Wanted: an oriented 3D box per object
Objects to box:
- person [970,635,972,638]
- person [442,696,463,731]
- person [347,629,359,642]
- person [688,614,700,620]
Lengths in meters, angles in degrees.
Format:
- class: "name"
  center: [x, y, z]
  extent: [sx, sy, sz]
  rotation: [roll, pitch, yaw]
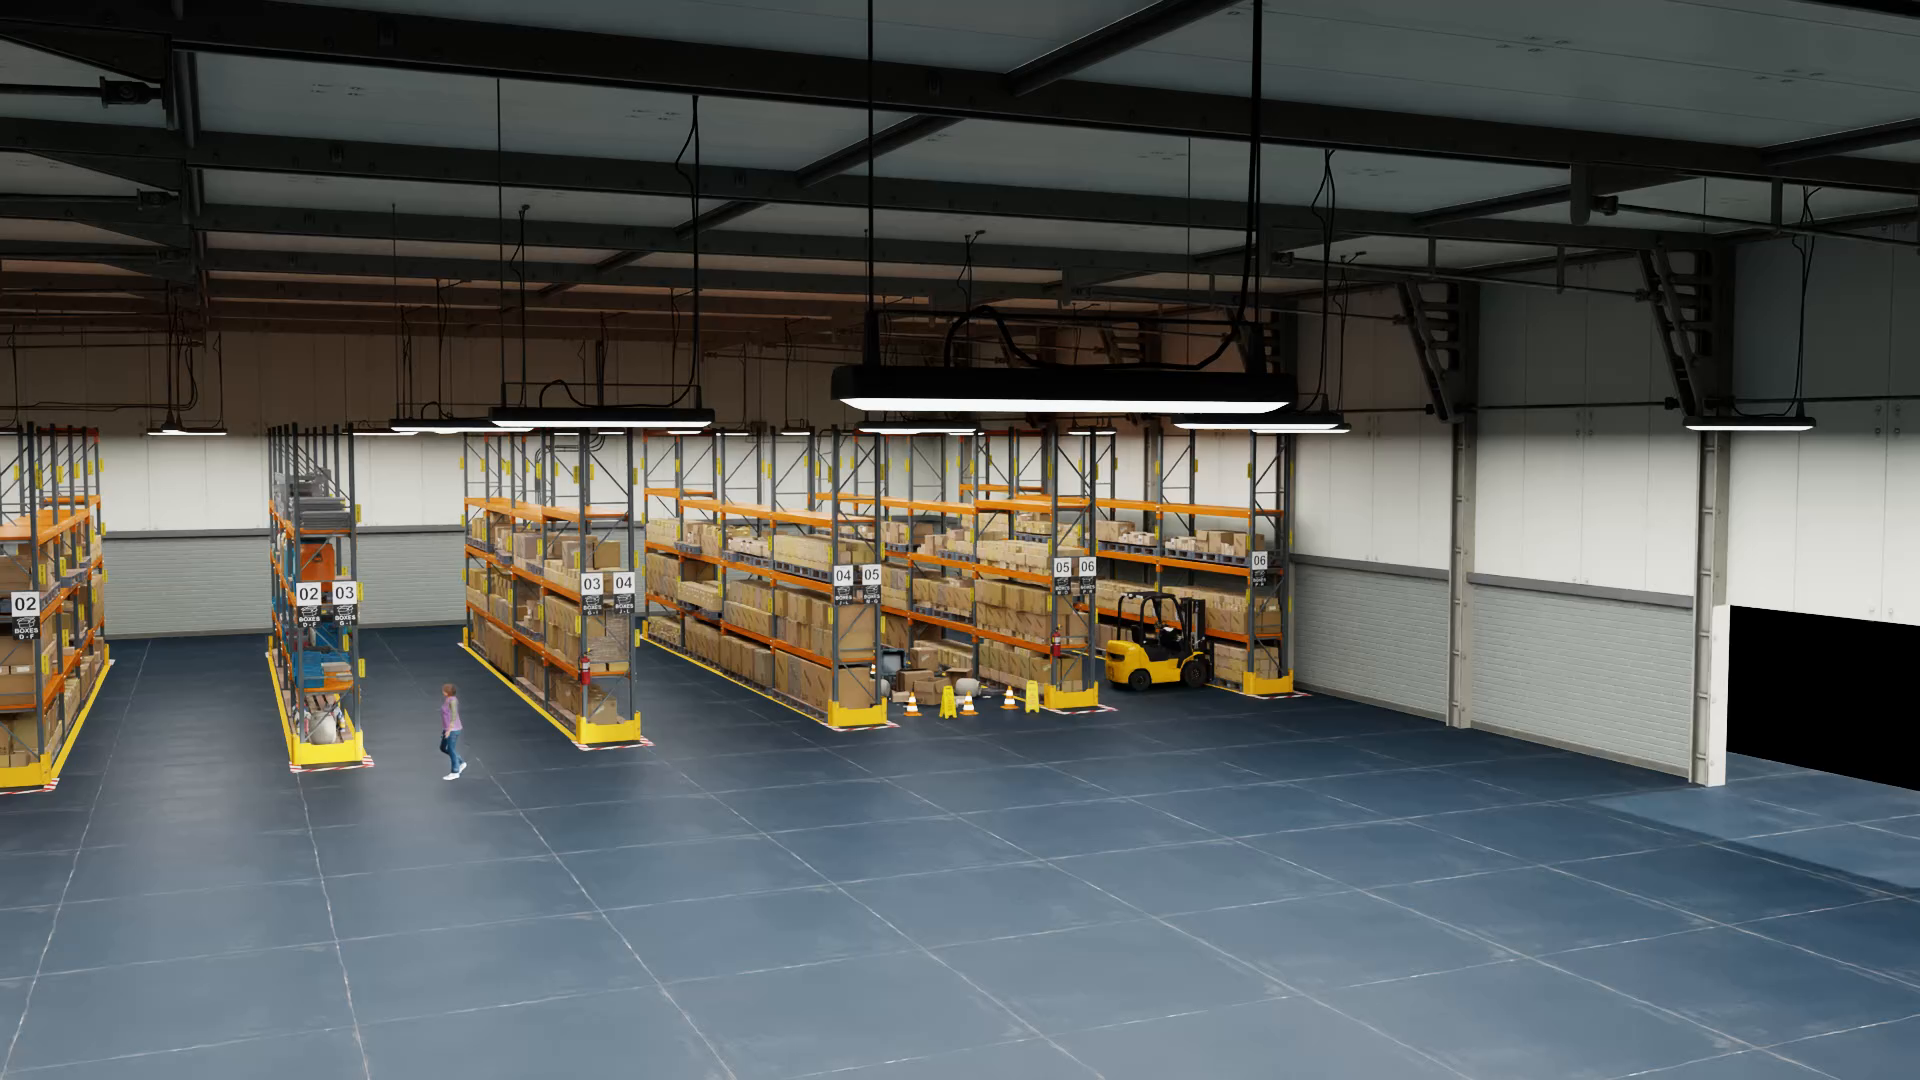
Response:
- class: "person"
  center: [0.437, 2.003, 47.956]
  extent: [0.332, 1.612, 0.445]
  rotation: [1, 4, 22]
- class: "person"
  center: [-8.520, 2.906, 27.885]
  extent: [0.319, 0.575, 0.437]
  rotation: [-2, 4, -28]
- class: "person"
  center: [-16.933, 2.066, 45.474]
  extent: [0.961, 1.662, 0.466]
  rotation: [-3, 4, -37]
- class: "person"
  center: [-7.875, 1.843, 49.238]
  extent: [0.623, 1.801, 0.577]
  rotation: [-1, 4, -14]
